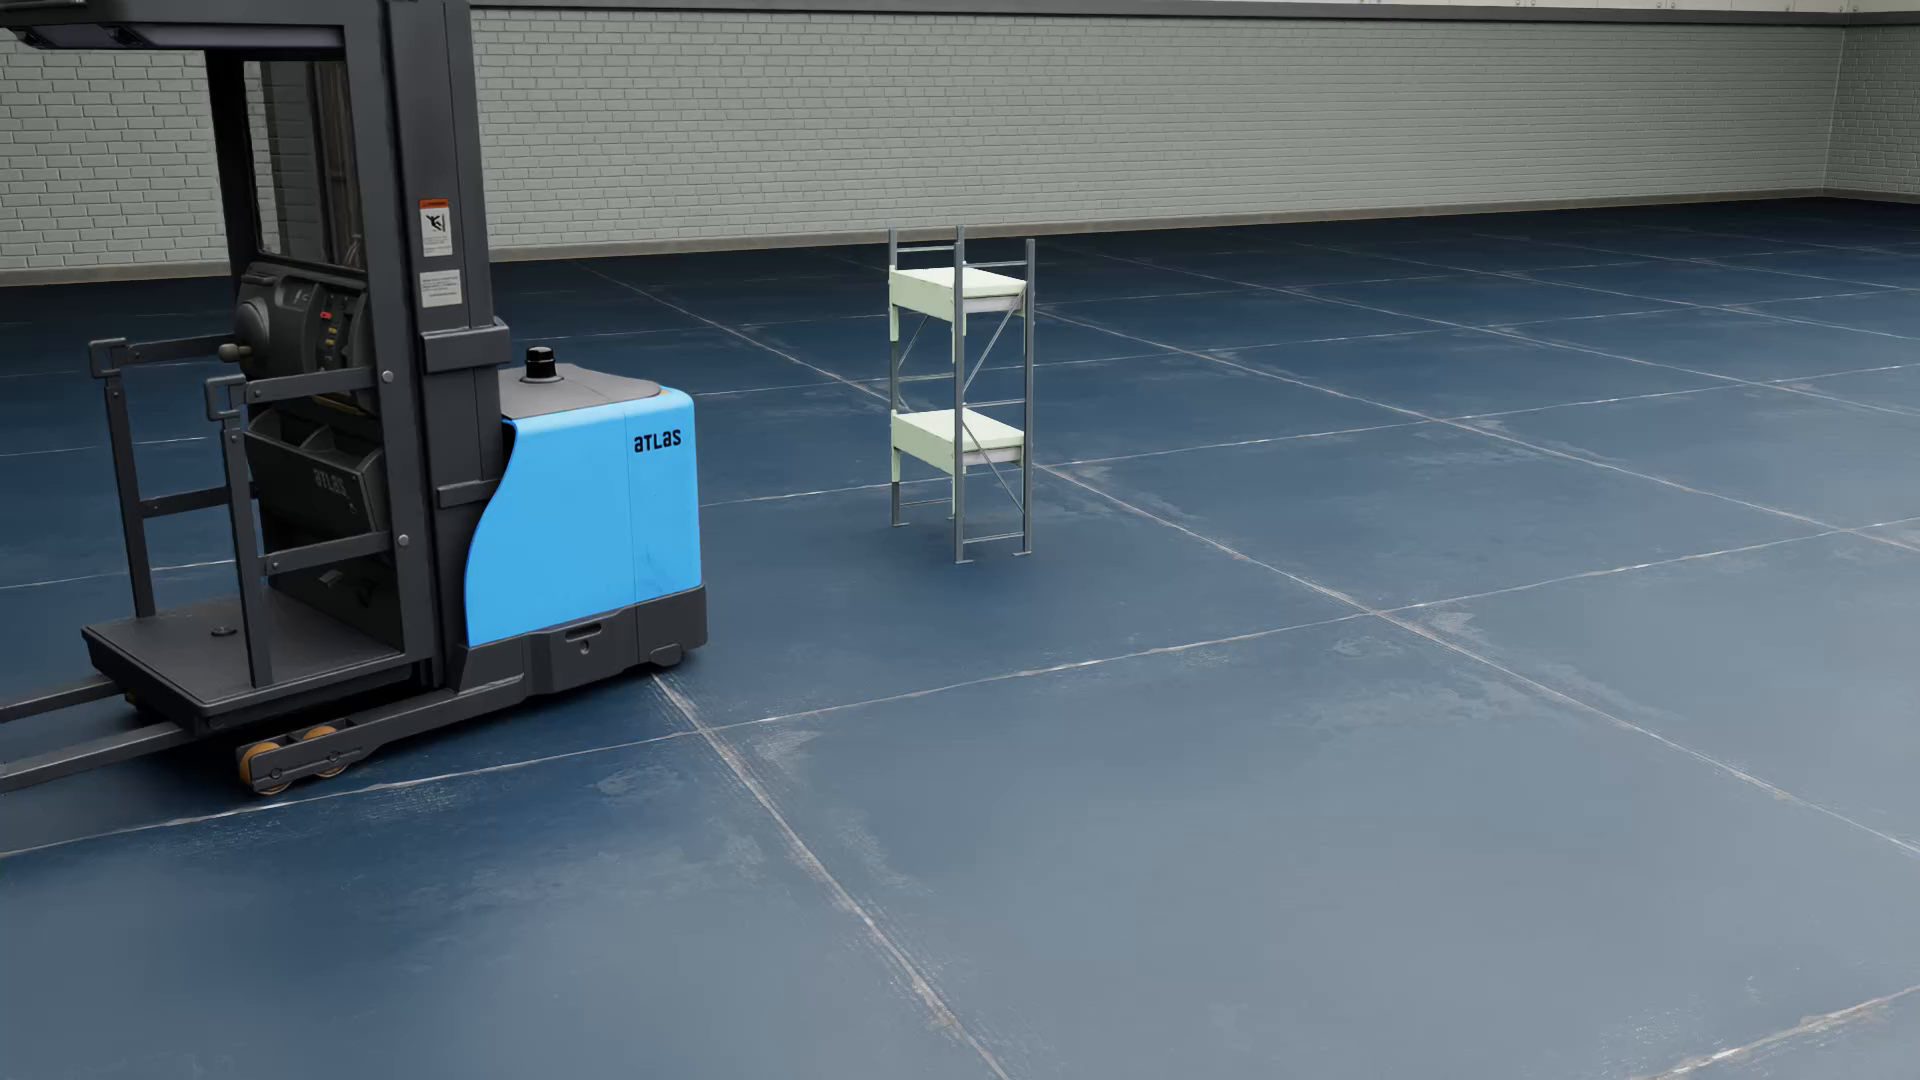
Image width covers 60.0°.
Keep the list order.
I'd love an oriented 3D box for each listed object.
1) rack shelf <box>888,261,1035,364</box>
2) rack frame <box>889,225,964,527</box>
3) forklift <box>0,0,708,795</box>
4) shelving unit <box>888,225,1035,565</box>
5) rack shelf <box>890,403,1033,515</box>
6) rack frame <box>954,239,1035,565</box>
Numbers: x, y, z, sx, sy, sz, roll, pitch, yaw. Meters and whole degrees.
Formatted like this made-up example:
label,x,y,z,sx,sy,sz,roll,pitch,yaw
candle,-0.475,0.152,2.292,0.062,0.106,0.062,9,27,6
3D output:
label,x,y,z,sx,sy,sz,roll,pitch,yaw
rack shelf,-0.003,-1.098,7.942,0.431,0.370,0.720,-8,18,-25
rack frame,-0.163,-0.813,8.366,0.400,1.500,0.023,-8,18,-25
forklift,-2.396,-0.745,5.531,1.130,2.935,3.031,15,22,43
shelving unit,-0.003,-0.723,8.050,0.431,1.500,0.755,-8,18,-25
rack shelf,-0.003,-0.409,8.139,0.431,0.370,0.720,-8,18,-25
rack frame,0.157,-0.632,7.733,0.400,1.500,0.023,-8,18,-25
